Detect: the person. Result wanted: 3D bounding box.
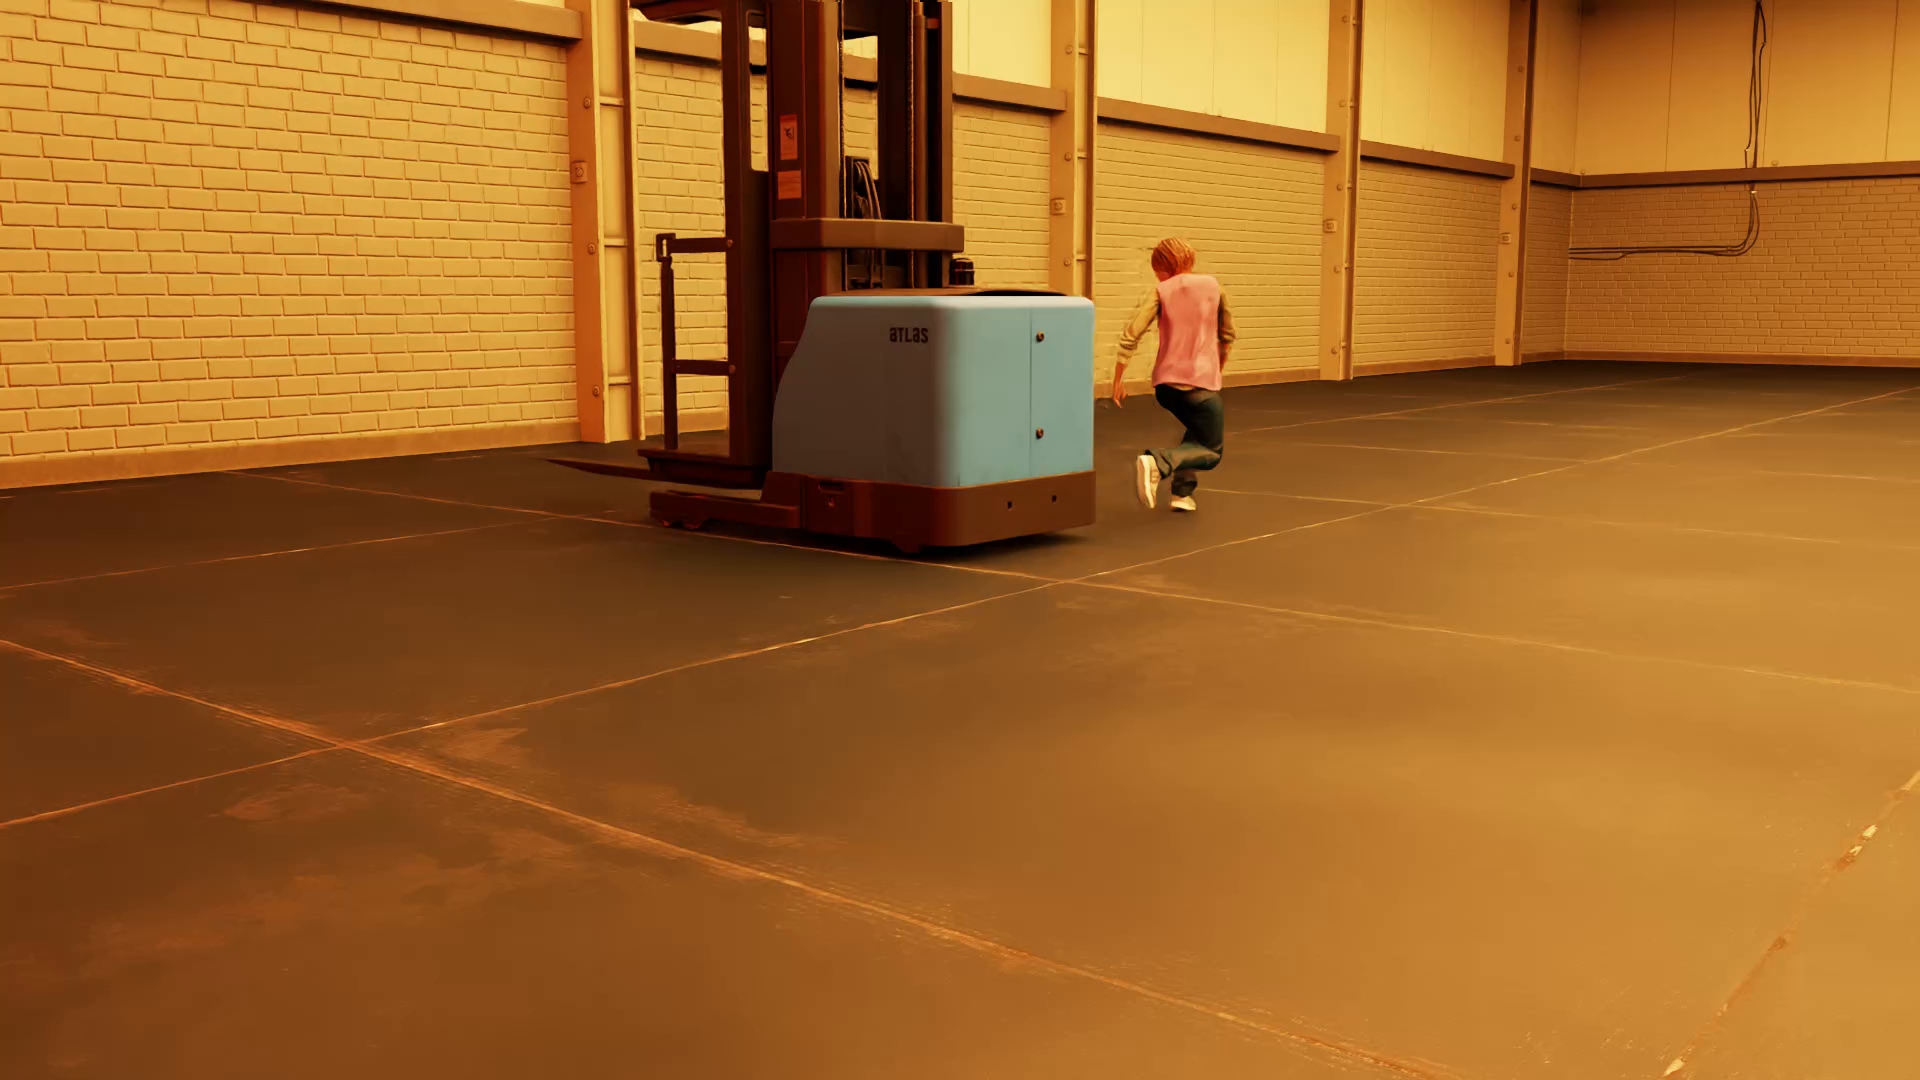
[{"bbox_3d":[1.051,-0.803,8.294,0.542,1.375,0.749,4,9,27],"label":"person"}]

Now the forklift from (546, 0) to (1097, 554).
[{"bbox_3d":[-0.831,-1.547,7.854,3.031,2.935,1.130,7,11,41],"label":"forklift"}]
